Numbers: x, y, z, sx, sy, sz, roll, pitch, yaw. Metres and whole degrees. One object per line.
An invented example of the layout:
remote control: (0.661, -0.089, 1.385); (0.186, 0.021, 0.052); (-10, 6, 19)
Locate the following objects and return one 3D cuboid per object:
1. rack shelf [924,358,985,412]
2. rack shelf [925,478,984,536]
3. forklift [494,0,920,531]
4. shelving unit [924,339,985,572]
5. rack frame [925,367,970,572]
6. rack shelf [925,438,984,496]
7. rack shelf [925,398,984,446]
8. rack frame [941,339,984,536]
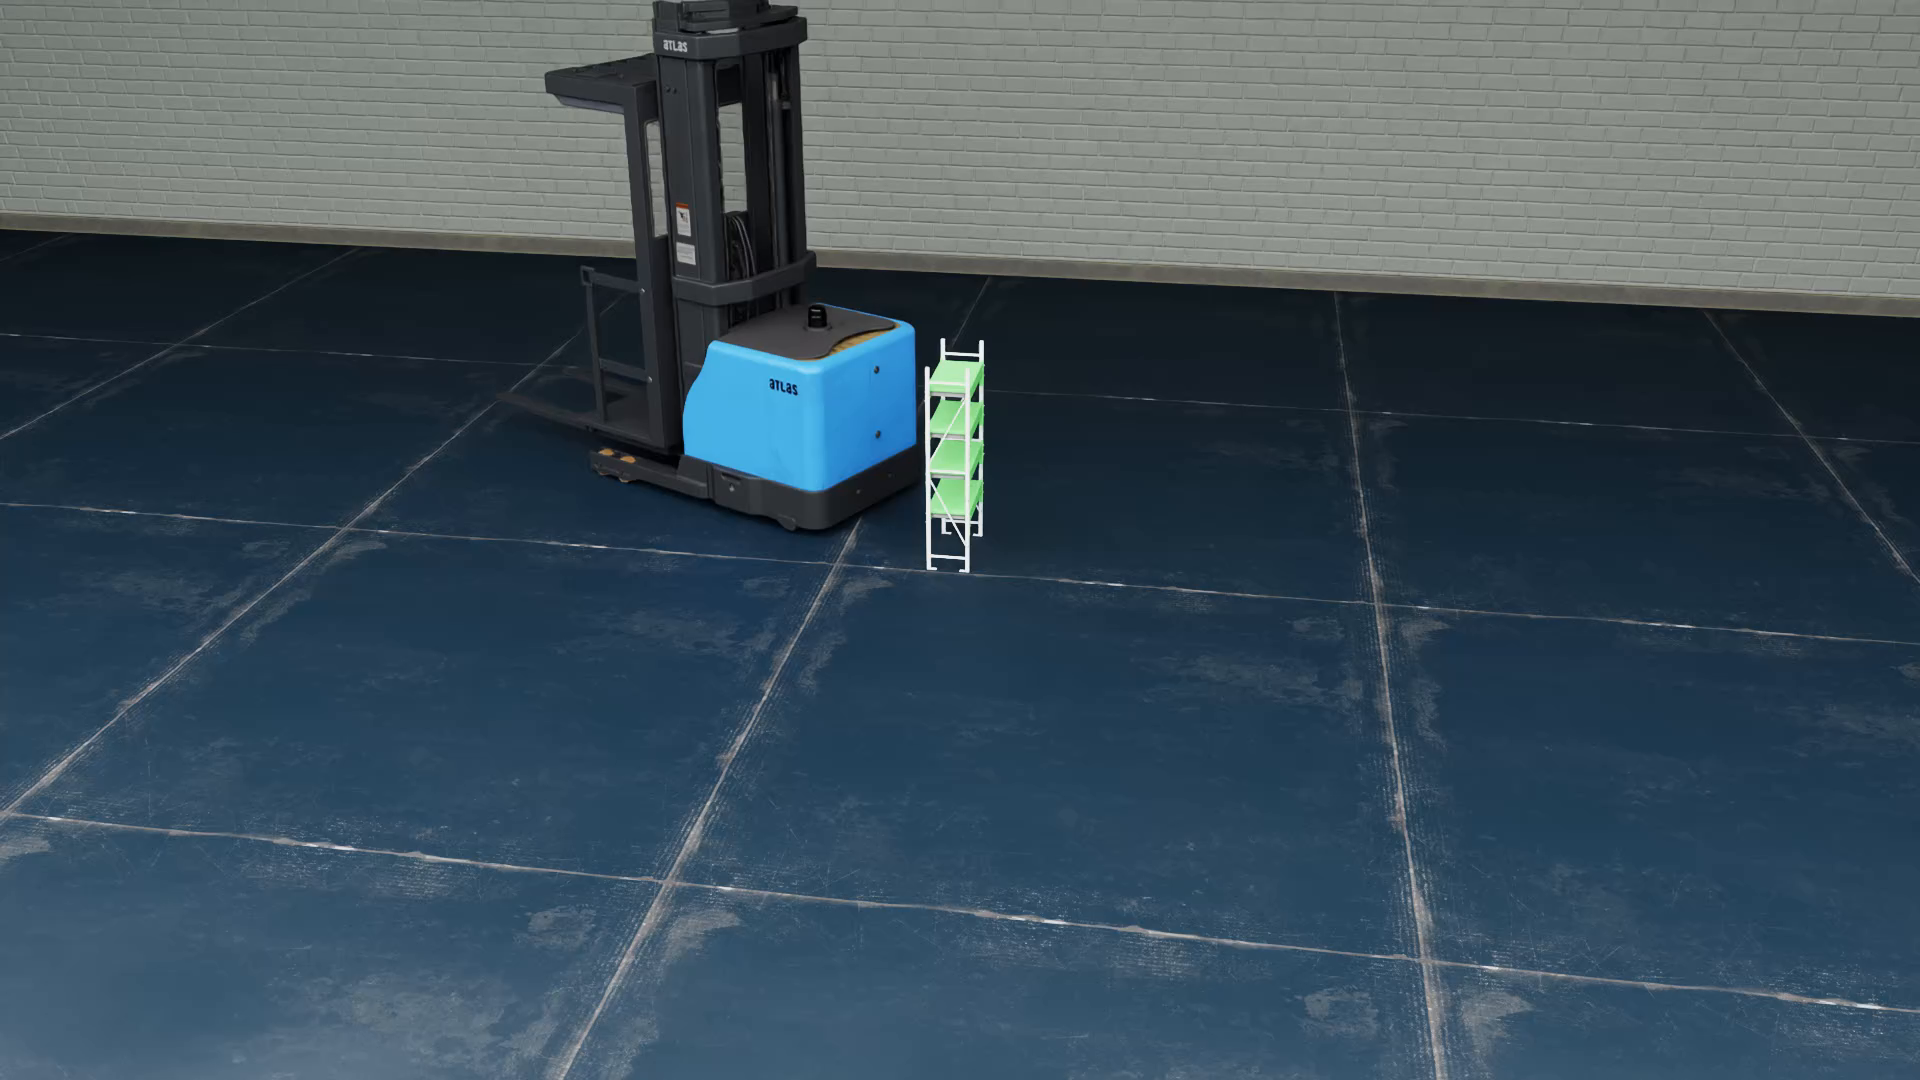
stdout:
rack shelf: (-0.027, -0.851, 9.171); (0.258, 0.148, 0.480); (4, 25, 9)
rack shelf: (-0.027, -0.199, 9.477); (0.258, 0.148, 0.480); (4, 25, 9)
forklift: (-1.749, -1.855, 10.256); (3.031, 2.935, 1.130); (17, 30, 32)
shelving unit: (-0.027, -0.474, 9.348); (0.258, 1.200, 0.503); (4, 25, 9)
rack frame: (-0.067, -0.372, 9.130); (0.240, 1.200, 0.015); (4, 25, 9)
rack shelf: (-0.027, -0.416, 9.375); (0.258, 0.148, 0.480); (4, 25, 9)
rack shelf: (-0.027, -0.634, 9.273); (0.258, 0.148, 0.480); (4, 25, 9)
rack frame: (0.013, -0.576, 9.566); (0.240, 1.200, 0.015); (4, 25, 9)
